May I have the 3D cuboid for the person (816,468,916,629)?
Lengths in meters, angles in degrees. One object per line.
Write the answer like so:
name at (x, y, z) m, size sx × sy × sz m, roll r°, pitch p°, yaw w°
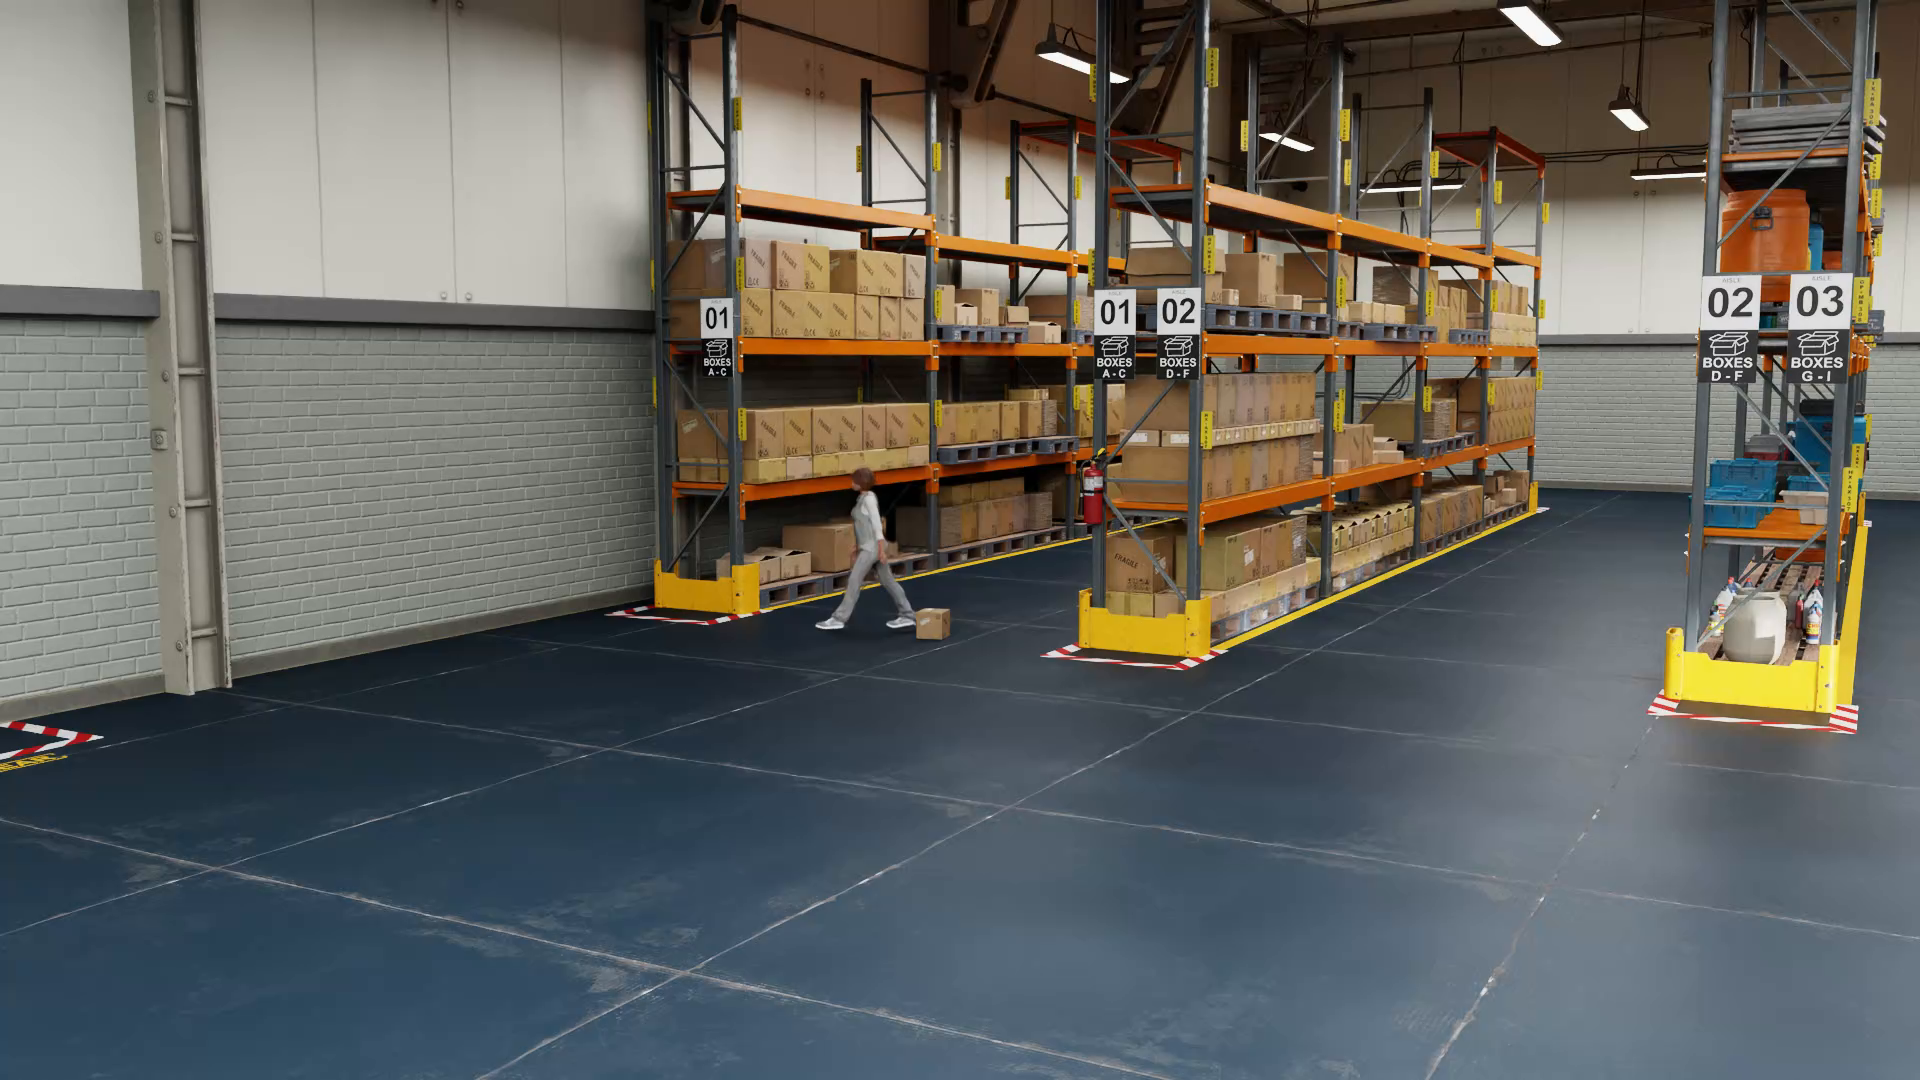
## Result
person at (-0.895, 0.076, 15.789) m, size 0.951 × 1.531 × 0.425 m, roll 0°, pitch 6°, yaw -2°
